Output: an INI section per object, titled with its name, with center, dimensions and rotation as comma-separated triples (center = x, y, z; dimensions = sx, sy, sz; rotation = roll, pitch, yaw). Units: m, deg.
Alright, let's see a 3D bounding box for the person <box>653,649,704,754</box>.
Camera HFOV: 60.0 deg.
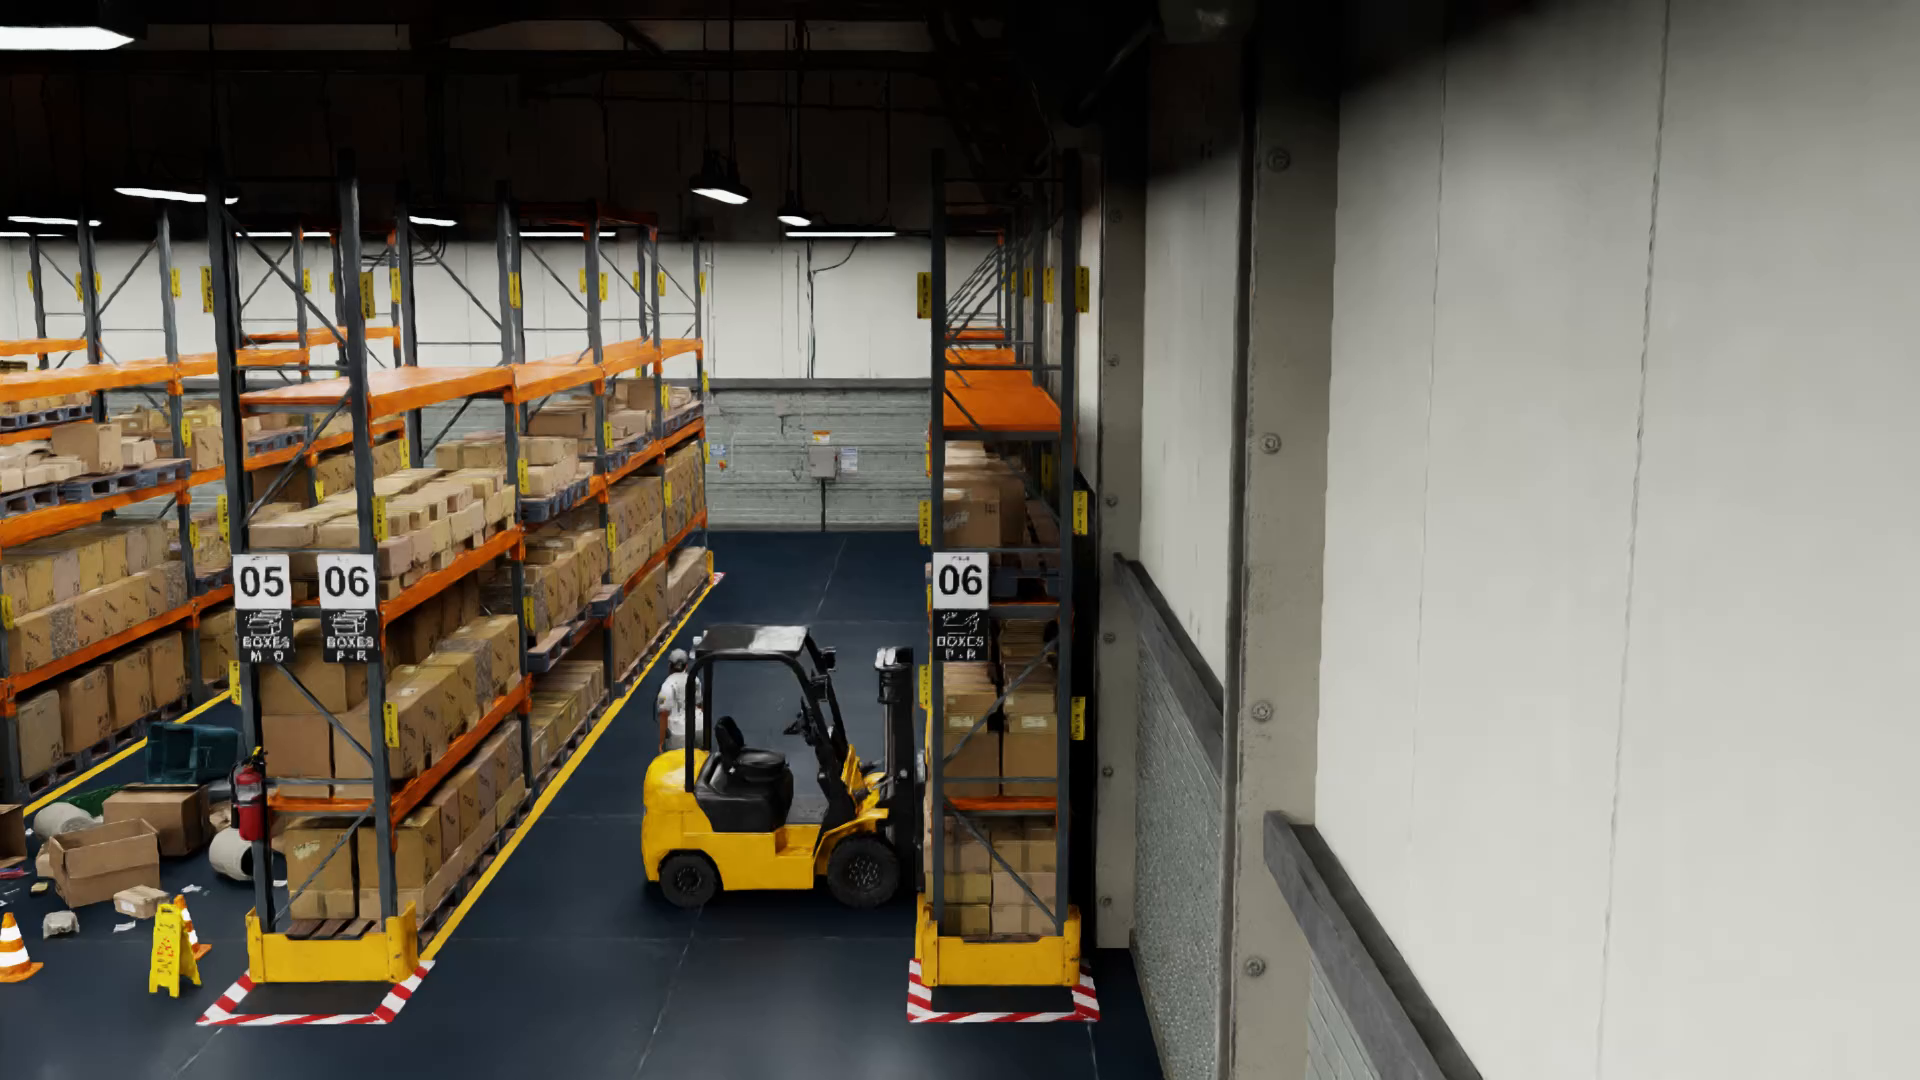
[person]
center = -2.654, 1.844, 15.707
dimensions = 0.556, 1.650, 0.598
rotation = 5, 11, 30
